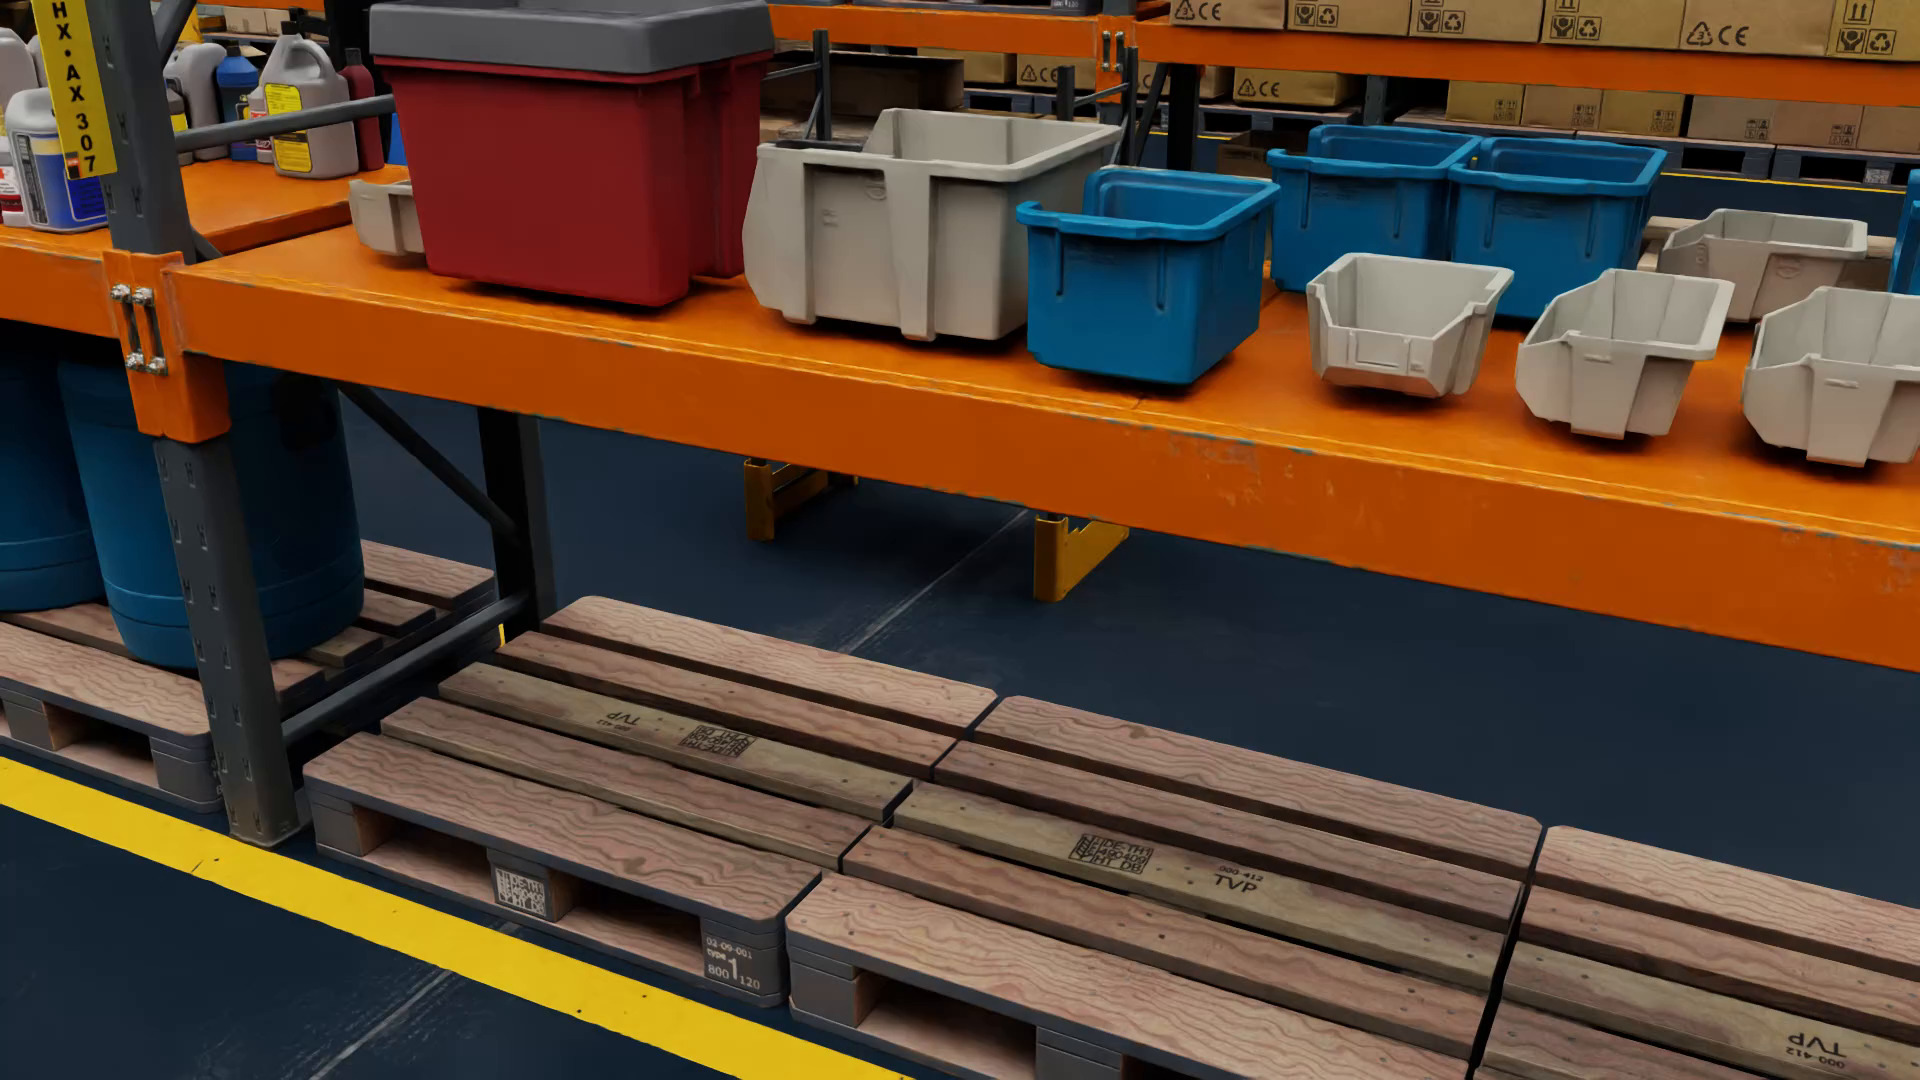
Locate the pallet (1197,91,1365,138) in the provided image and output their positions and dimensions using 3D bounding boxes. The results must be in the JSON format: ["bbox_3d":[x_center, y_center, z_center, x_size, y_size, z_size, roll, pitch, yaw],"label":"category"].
[{"bbox_3d":[2.409,-3.168,12.430,1.213,0.211,1.003,11,25,25],"label":"pallet"}]

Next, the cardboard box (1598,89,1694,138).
[{"bbox_3d":[4.657,-3.035,11.212,0.500,0.500,0.700,12,26,26],"label":"cardboard box"}]

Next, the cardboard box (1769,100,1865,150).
[{"bbox_3d":[5.585,-2.855,10.788,0.500,0.500,0.700,11,25,24],"label":"cardboard box"}]

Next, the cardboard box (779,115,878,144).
[{"bbox_3d":[-0.555,-1.829,8.349,0.500,0.500,0.500,12,26,25],"label":"cardboard box"}]

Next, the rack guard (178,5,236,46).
[{"bbox_3d":[-7.510,-5.297,17.066,0.348,0.500,1.175,11,25,25],"label":"rack guard"}]

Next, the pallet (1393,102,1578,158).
[{"bbox_3d":[3.775,-2.897,11.791,1.213,0.211,1.003,11,25,25],"label":"pallet"}]

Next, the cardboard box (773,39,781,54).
[{"bbox_3d":[-1.511,-4.340,14.255,0.500,0.500,0.700,11,25,24],"label":"cardboard box"}]

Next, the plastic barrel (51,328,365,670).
[{"bbox_3d":[-1.816,-0.211,4.058,0.708,0.901,0.600,11,25,25],"label":"plastic barrel"}]

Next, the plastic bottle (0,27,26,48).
[{"bbox_3d":[-2.613,-1.243,4.500,0.135,0.276,0.152,11,25,25],"label":"plastic bottle"}]

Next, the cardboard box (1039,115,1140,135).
[{"bbox_3d":[0.578,-1.833,8.360,0.500,0.500,0.500,10,25,22],"label":"cardboard box"}]

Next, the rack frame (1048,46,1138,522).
[{"bbox_3d":[0.378,-0.615,4.781,0.032,1.500,0.500,11,25,25],"label":"rack frame"}]

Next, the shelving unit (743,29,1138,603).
[{"bbox_3d":[-0.068,-0.704,4.988,1.083,1.500,0.587,11,25,25],"label":"shelving unit"}]

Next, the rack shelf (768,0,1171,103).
[{"bbox_3d":[-0.885,-2.633,8.527,4.000,0.370,1.077,11,25,25],"label":"rack shelf"}]

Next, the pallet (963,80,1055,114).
[{"bbox_3d":[0.232,-3.599,13.443,1.213,0.211,1.003,11,25,25],"label":"pallet"}]

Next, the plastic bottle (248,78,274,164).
[{"bbox_3d":[-1.703,-1.041,4.119,0.097,0.201,0.097,0,23,0],"label":"plastic bottle"}]

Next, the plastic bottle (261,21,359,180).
[{"bbox_3d":[-1.542,-1.041,3.928,0.185,0.351,0.144,11,25,25],"label":"plastic bottle"}]

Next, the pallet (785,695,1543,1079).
[{"bbox_3d":[0.428,0.733,3.256,1.213,0.211,1.003,11,25,25],"label":"pallet"}]

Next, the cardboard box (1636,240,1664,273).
[{"bbox_3d":[3.039,-1.030,6.790,0.500,0.250,0.500,11,25,25],"label":"cardboard box"}]

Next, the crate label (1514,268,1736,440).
[{"bbox_3d":[0.910,-0.259,2.286,0.243,0.136,0.396,11,25,25],"label":"crate label"}]

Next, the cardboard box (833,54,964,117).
[{"bbox_3d":[-0.314,-2.355,8.628,0.500,0.250,0.500,11,26,25],"label":"cardboard box"}]

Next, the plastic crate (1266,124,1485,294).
[{"bbox_3d":[0.717,-0.570,2.894,0.300,0.233,0.416,11,25,25],"label":"plastic crate"}]

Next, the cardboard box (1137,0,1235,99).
[{"bbox_3d":[1.698,-3.771,12.494,0.750,0.750,0.750,12,26,26],"label":"cardboard box"}]

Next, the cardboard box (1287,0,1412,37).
[{"bbox_3d":[1.690,-2.382,6.891,0.500,0.500,0.500,12,26,25],"label":"cardboard box"}]

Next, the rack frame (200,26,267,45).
[{"bbox_3d":[-7.577,-6.460,16.608,0.127,3.000,1.000,11,25,25],"label":"rack frame"}]

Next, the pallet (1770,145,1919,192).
[{"bbox_3d":[5.952,-2.466,10.778,1.213,0.211,1.003,11,25,25],"label":"pallet"}]

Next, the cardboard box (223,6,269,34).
[{"bbox_3d":[-7.001,-5.272,16.687,0.500,0.311,0.500,8,24,19],"label":"cardboard box"}]

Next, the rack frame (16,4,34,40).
[{"bbox_3d":[-6.240,-4.023,10.878,0.127,3.000,1.000,11,25,25],"label":"rack frame"}]

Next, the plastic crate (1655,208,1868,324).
[{"bbox_3d":[1.305,-0.445,2.724,0.298,0.136,0.250,11,25,25],"label":"plastic crate"}]

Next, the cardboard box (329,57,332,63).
[{"bbox_3d":[-3.931,-2.879,10.446,0.500,0.311,0.500,10,25,23],"label":"cardboard box"}]

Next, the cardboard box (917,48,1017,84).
[{"bbox_3d":[0.159,-4.076,13.212,0.750,0.750,0.750,11,25,24],"label":"cardboard box"}]

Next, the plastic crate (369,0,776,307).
[{"bbox_3d":[-0.655,-0.693,2.889,0.583,0.464,0.402,11,25,25],"label":"plastic crate"}]

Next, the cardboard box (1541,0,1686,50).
[{"bbox_3d":[2.590,-2.204,6.471,0.500,0.500,0.500,11,25,24],"label":"cardboard box"}]

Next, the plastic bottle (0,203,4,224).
[{"bbox_3d":[-2.063,-0.809,3.469,0.133,0.283,0.061,11,25,25],"label":"plastic bottle"}]

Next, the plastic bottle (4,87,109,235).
[{"bbox_3d":[-1.836,-0.781,3.412,0.135,0.276,0.152,11,25,25],"label":"plastic bottle"}]

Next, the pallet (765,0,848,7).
[{"bbox_3d":[-0.932,-2.887,8.451,1.213,0.211,1.003,11,25,25],"label":"pallet"}]

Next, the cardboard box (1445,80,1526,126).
[{"bbox_3d":[3.753,-3.216,11.638,0.500,0.500,0.700,12,26,25],"label":"cardboard box"}]

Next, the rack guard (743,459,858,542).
[{"bbox_3d":[-0.512,-0.216,5.440,0.087,0.250,0.587,11,25,25],"label":"rack guard"}]

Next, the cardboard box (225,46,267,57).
[{"bbox_3d":[-4.837,-3.059,10.871,0.500,0.311,0.500,11,25,24],"label":"cardboard box"}]

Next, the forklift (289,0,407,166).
[{"bbox_3d":[-2.319,-2.442,7.247,1.130,2.935,3.031,-18,29,-36],"label":"forklift"}]

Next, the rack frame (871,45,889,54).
[{"bbox_3d":[-0.438,-5.048,13.286,0.127,3.000,1.000,11,25,25],"label":"rack frame"}]

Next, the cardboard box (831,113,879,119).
[{"bbox_3d":[-0.346,-2.014,8.786,0.500,0.500,0.500,12,26,25],"label":"cardboard box"}]

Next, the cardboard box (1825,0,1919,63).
[{"bbox_3d":[3.482,-2.025,6.050,0.500,0.500,0.500,11,26,25],"label":"cardboard box"}]

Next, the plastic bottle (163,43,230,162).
[{"bbox_3d":[-1.906,-1.104,4.171,0.135,0.276,0.152,11,25,25],"label":"plastic bottle"}]

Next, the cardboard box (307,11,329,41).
[{"bbox_3d":[-5.860,-5.111,16.068,0.500,0.500,0.700,10,25,21],"label":"cardboard box"}]

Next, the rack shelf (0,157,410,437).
[{"bbox_3d":[-3.123,-0.903,4.461,4.000,0.370,1.077,11,25,25],"label":"rack shelf"}]

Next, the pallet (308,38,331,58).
[{"bbox_3d":[-5.716,-4.792,16.248,1.213,0.211,1.003,11,25,25],"label":"pallet"}]

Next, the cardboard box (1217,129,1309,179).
[{"bbox_3d":[1.536,-1.661,7.955,0.500,0.500,0.500,11,25,25],"label":"cardboard box"}]

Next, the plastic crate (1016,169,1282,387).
[{"bbox_3d":[0.283,-0.399,2.492,0.300,0.233,0.416,11,25,25],"label":"plastic crate"}]

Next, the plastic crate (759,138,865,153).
[{"bbox_3d":[-0.218,-0.678,3.287,0.590,0.125,0.437,11,25,25],"label":"plastic crate"}]

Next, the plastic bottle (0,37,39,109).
[{"bbox_3d":[-2.475,-1.149,4.278,0.135,0.276,0.152,11,25,25],"label":"plastic bottle"}]

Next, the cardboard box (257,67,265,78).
[{"bbox_3d":[-4.164,-2.689,10.000,0.500,0.311,0.500,11,25,24],"label":"cardboard box"}]

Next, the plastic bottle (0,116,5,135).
[{"bbox_3d":[-2.043,-0.802,3.558,0.097,0.201,0.097,0,23,0],"label":"plastic bottle"}]

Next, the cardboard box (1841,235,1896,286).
[{"bbox_3d":[3.666,-1.125,7.013,0.500,0.250,0.500,11,25,25],"label":"cardboard box"}]

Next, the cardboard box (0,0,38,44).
[{"bbox_3d":[-6.512,-3.487,11.636,0.500,0.500,0.500,11,25,25],"label":"cardboard box"}]

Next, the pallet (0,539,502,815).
[{"bbox_3d":[-2.008,0.251,4.390,1.213,0.211,1.003,11,25,25],"label":"pallet"}]
